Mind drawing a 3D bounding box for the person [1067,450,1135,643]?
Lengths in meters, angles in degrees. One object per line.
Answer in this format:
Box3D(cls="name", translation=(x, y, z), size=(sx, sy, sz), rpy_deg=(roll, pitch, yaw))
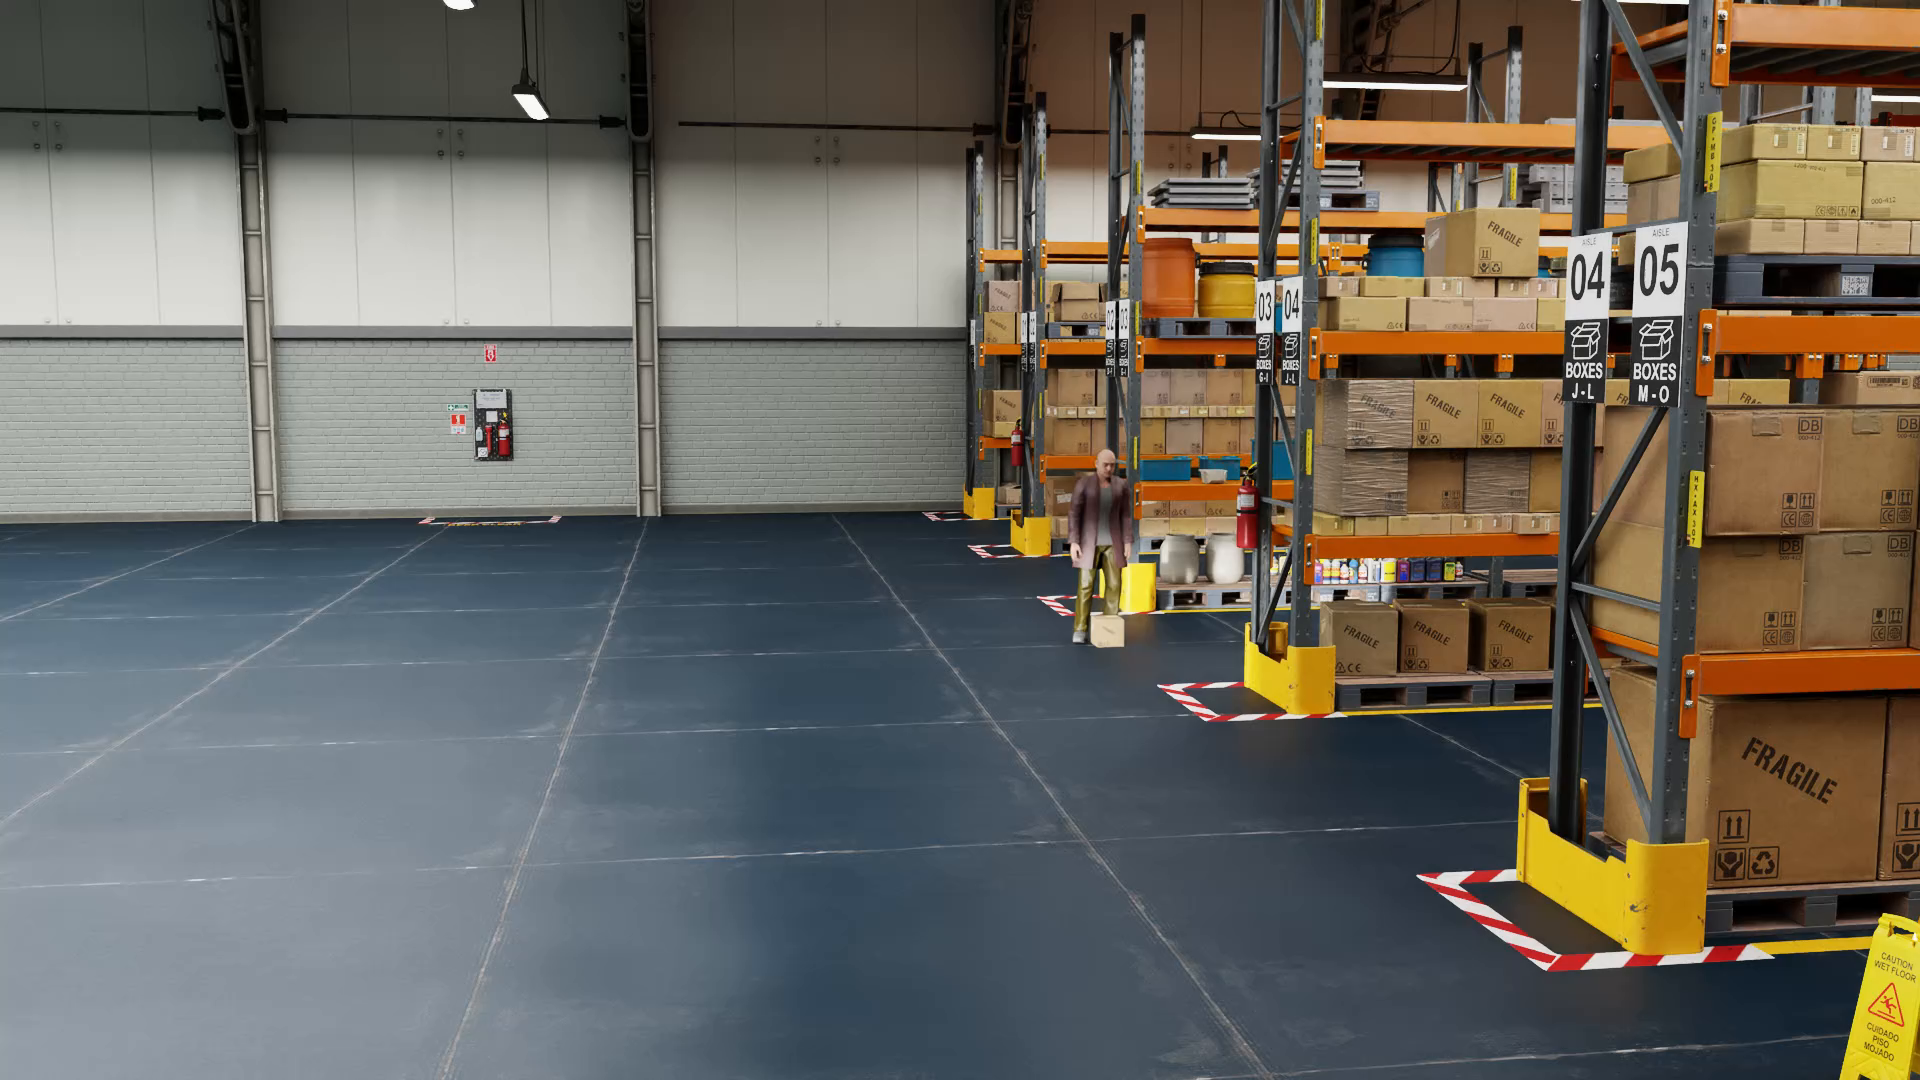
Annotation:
Box3D(cls="person", translation=(1.304, 0.050, 15.335), size=(0.643, 1.772, 0.429), rpy_deg=(-1, 6, -11))
